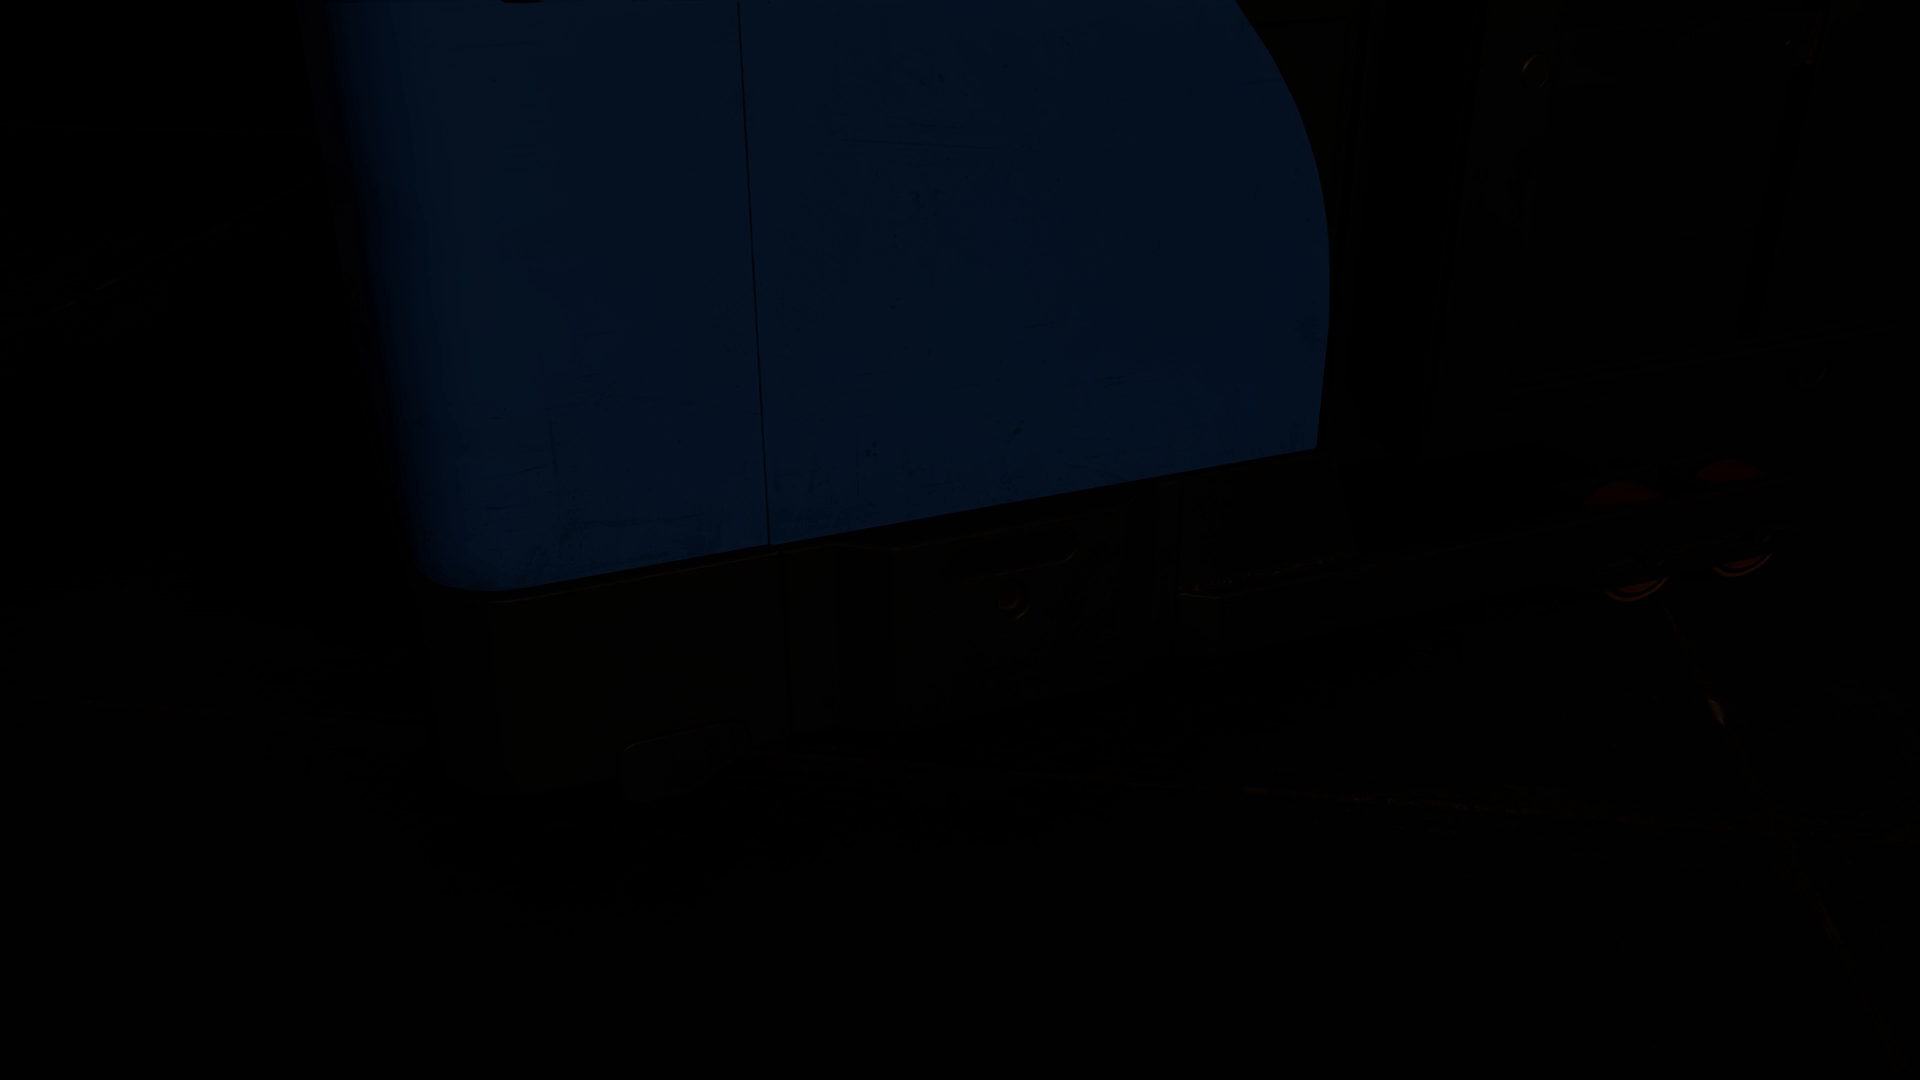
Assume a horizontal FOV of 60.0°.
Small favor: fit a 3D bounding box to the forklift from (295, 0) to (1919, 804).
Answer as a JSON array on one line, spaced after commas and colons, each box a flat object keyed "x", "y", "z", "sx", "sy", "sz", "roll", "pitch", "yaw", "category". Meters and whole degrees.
[{"x": 0.658, "y": -1.432, "z": 2.086, "sx": 3.031, "sy": 2.935, "sz": 1.130, "roll": -10, "pitch": 28, "yaw": -20, "category": "forklift"}]
